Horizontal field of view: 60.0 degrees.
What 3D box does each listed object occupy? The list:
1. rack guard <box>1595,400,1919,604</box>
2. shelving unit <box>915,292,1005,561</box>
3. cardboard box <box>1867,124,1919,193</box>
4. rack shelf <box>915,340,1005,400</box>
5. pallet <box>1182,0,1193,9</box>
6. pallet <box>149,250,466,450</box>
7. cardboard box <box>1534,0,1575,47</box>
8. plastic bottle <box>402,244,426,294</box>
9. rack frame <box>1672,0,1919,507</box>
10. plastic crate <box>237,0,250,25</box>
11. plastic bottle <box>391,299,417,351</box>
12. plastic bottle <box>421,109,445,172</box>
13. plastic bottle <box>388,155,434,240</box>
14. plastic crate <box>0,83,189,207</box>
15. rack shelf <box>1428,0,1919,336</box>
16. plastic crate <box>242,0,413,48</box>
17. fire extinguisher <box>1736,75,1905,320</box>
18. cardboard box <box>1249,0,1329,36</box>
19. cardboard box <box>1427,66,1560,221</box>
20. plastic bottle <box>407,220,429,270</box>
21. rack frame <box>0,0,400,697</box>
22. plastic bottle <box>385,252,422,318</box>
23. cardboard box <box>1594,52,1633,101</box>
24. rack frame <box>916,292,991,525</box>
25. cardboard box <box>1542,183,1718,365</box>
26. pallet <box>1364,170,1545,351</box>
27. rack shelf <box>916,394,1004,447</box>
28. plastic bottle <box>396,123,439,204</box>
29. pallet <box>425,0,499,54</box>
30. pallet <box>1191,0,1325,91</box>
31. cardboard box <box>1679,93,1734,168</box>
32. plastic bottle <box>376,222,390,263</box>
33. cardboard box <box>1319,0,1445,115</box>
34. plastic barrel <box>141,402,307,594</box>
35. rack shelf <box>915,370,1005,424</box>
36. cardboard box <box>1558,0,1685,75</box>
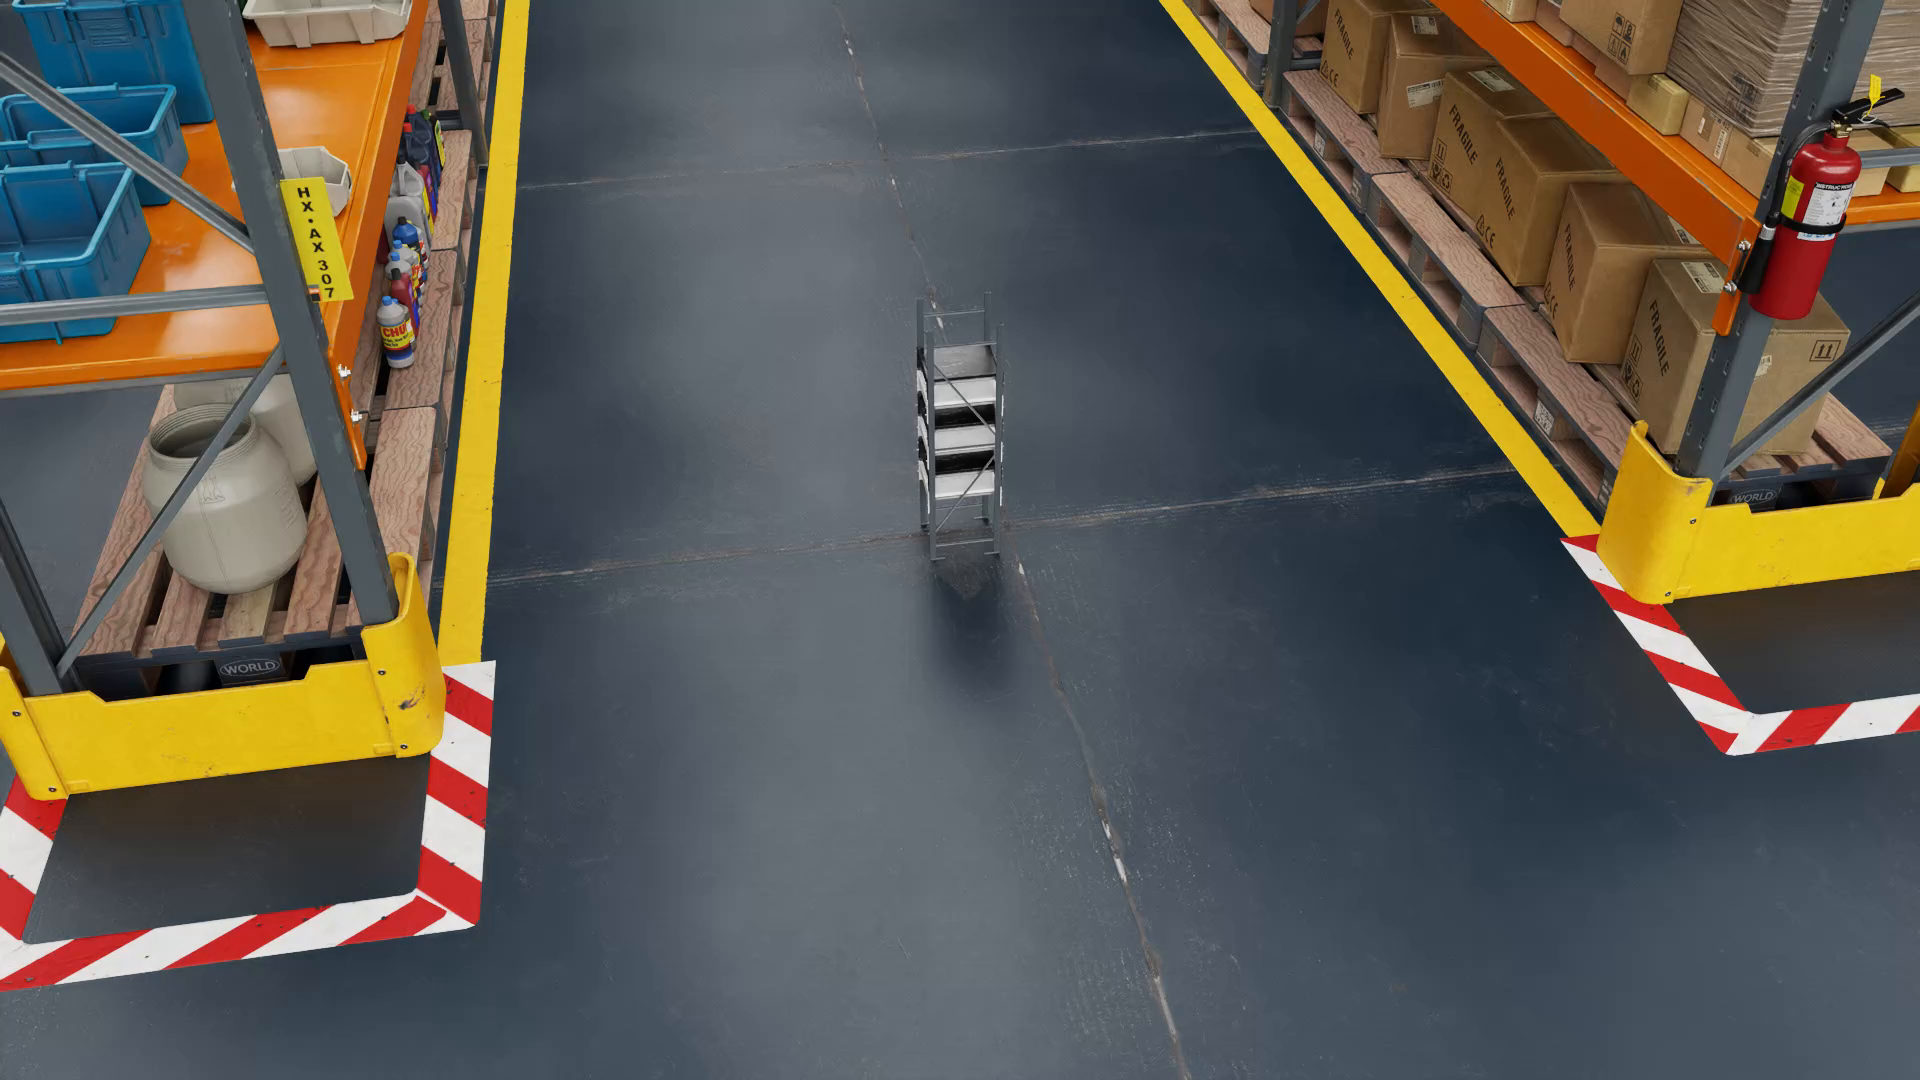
[{"bbox_3d":[2.773,-0.146,5.530,1.175,0.500,0.348,-6,38,-8],"label":"rack guard"},{"bbox_3d":[-0.001,-0.360,5.480,0.258,0.900,0.210,-6,38,-8],"label":"shelving unit"},{"bbox_3d":[2.971,-1.186,5.036,0.380,0.149,0.250,-6,38,-8],"label":"cardboard box"},{"bbox_3d":[-0.001,-0.547,5.335,0.258,0.077,0.200,-6,38,-8],"label":"rack shelf"},{"bbox_3d":[1.730,-3.610,10.225,1.003,0.211,1.213,-6,38,-8],"label":"pallet"},{"bbox_3d":[-2.497,-0.721,6.505,1.003,0.211,1.213,-6,38,-8],"label":"pallet"},{"bbox_3d":[2.298,-1.891,5.944,0.380,0.149,0.250,-6,38,-8],"label":"cardboard box"},{"bbox_3d":[-2.196,-1.079,6.616,0.097,0.201,0.097,0,38,0],"label":"plastic bottle"},{"bbox_3d":[2.786,-1.087,4.704,1.000,3.000,0.127,-6,38,-8],"label":"rack frame"},{"bbox_3d":[-2.831,-2.036,6.099,0.450,0.188,0.662,-6,38,-8],"label":"plastic crate"},{"bbox_3d":[-2.119,-0.814,6.275,0.097,0.201,0.097,0,38,0],"label":"plastic bottle"},{"bbox_3d":[-2.382,-1.816,7.498,0.061,0.283,0.133,-4,38,-6],"label":"plastic bottle"},{"bbox_3d":[-2.304,-1.429,6.945,0.144,0.351,0.185,-6,38,-8],"label":"plastic bottle"},{"bbox_3d":[-2.581,-1.159,4.917,0.499,0.251,0.408,-6,38,-8],"label":"plastic crate"},{"bbox_3d":[2.436,-2.011,6.480,1.077,0.370,4.000,-6,38,-8],"label":"rack shelf"},{"bbox_3d":[-2.257,-1.913,5.982,0.530,0.136,0.437,-6,38,-8],"label":"plastic crate"},{"bbox_3d":[2.353,-0.938,4.575,0.296,0.674,0.183,-6,38,-8],"label":"fire extinguisher"},{"bbox_3d":[1.998,-3.063,8.926,0.700,0.500,0.500,-9,39,-11],"label":"cardboard box"},{"bbox_3d":[2.410,-1.724,7.220,0.500,0.500,0.500,-9,39,-12],"label":"cardboard box"},{"bbox_3d":[-2.232,-1.203,6.776,0.097,0.201,0.097,0,38,0],"label":"plastic bottle"},{"bbox_3d":[-2.090,-0.554,4.018,1.000,3.000,0.127,-6,38,-8],"label":"rack frame"},{"bbox_3d":[-2.161,-0.986,6.440,0.097,0.271,0.097,0,38,0],"label":"plastic bottle"},{"bbox_3d":[2.367,-1.587,5.552,0.380,0.149,0.250,-6,38,-8],"label":"cardboard box"},{"bbox_3d":[-0.019,-0.422,5.559,0.240,0.900,0.006,-6,38,-8],"label":"rack frame"},{"bbox_3d":[2.555,-1.002,6.290,0.500,0.500,0.500,3,38,4],"label":"cardboard box"},{"bbox_3d":[2.455,-1.262,7.202,1.003,0.211,1.213,-6,38,-8],"label":"pallet"},{"bbox_3d":[-0.001,-0.405,5.445,0.258,0.077,0.200,-6,38,-8],"label":"rack shelf"},{"bbox_3d":[-2.361,-1.624,7.196,0.144,0.351,0.185,-8,39,-10],"label":"plastic bottle"},{"bbox_3d":[-3.184,-3.078,9.540,1.003,0.211,1.213,-6,38,-8],"label":"pallet"},{"bbox_3d":[1.947,-2.872,9.275,1.003,0.211,1.213,-6,38,-8],"label":"pallet"},{"bbox_3d":[2.490,-1.289,5.169,0.380,0.149,0.250,-6,38,-8],"label":"cardboard box"},{"bbox_3d":[-2.385,-1.292,6.824,0.061,0.283,0.133,-6,38,-8],"label":"plastic bottle"},{"bbox_3d":[2.116,-2.436,8.136,0.500,0.500,0.500,-7,38,-9],"label":"cardboard box"},{"bbox_3d":[-2.281,-0.127,5.154,0.421,0.512,0.421,0,38,0],"label":"plastic barrel"},{"bbox_3d":[-0.001,-0.476,5.390,0.258,0.077,0.200,-6,38,-8],"label":"rack shelf"},{"bbox_3d":[2.511,-1.868,5.386,0.875,0.500,0.500,-6,38,-8],"label":"cardboard box"}]
